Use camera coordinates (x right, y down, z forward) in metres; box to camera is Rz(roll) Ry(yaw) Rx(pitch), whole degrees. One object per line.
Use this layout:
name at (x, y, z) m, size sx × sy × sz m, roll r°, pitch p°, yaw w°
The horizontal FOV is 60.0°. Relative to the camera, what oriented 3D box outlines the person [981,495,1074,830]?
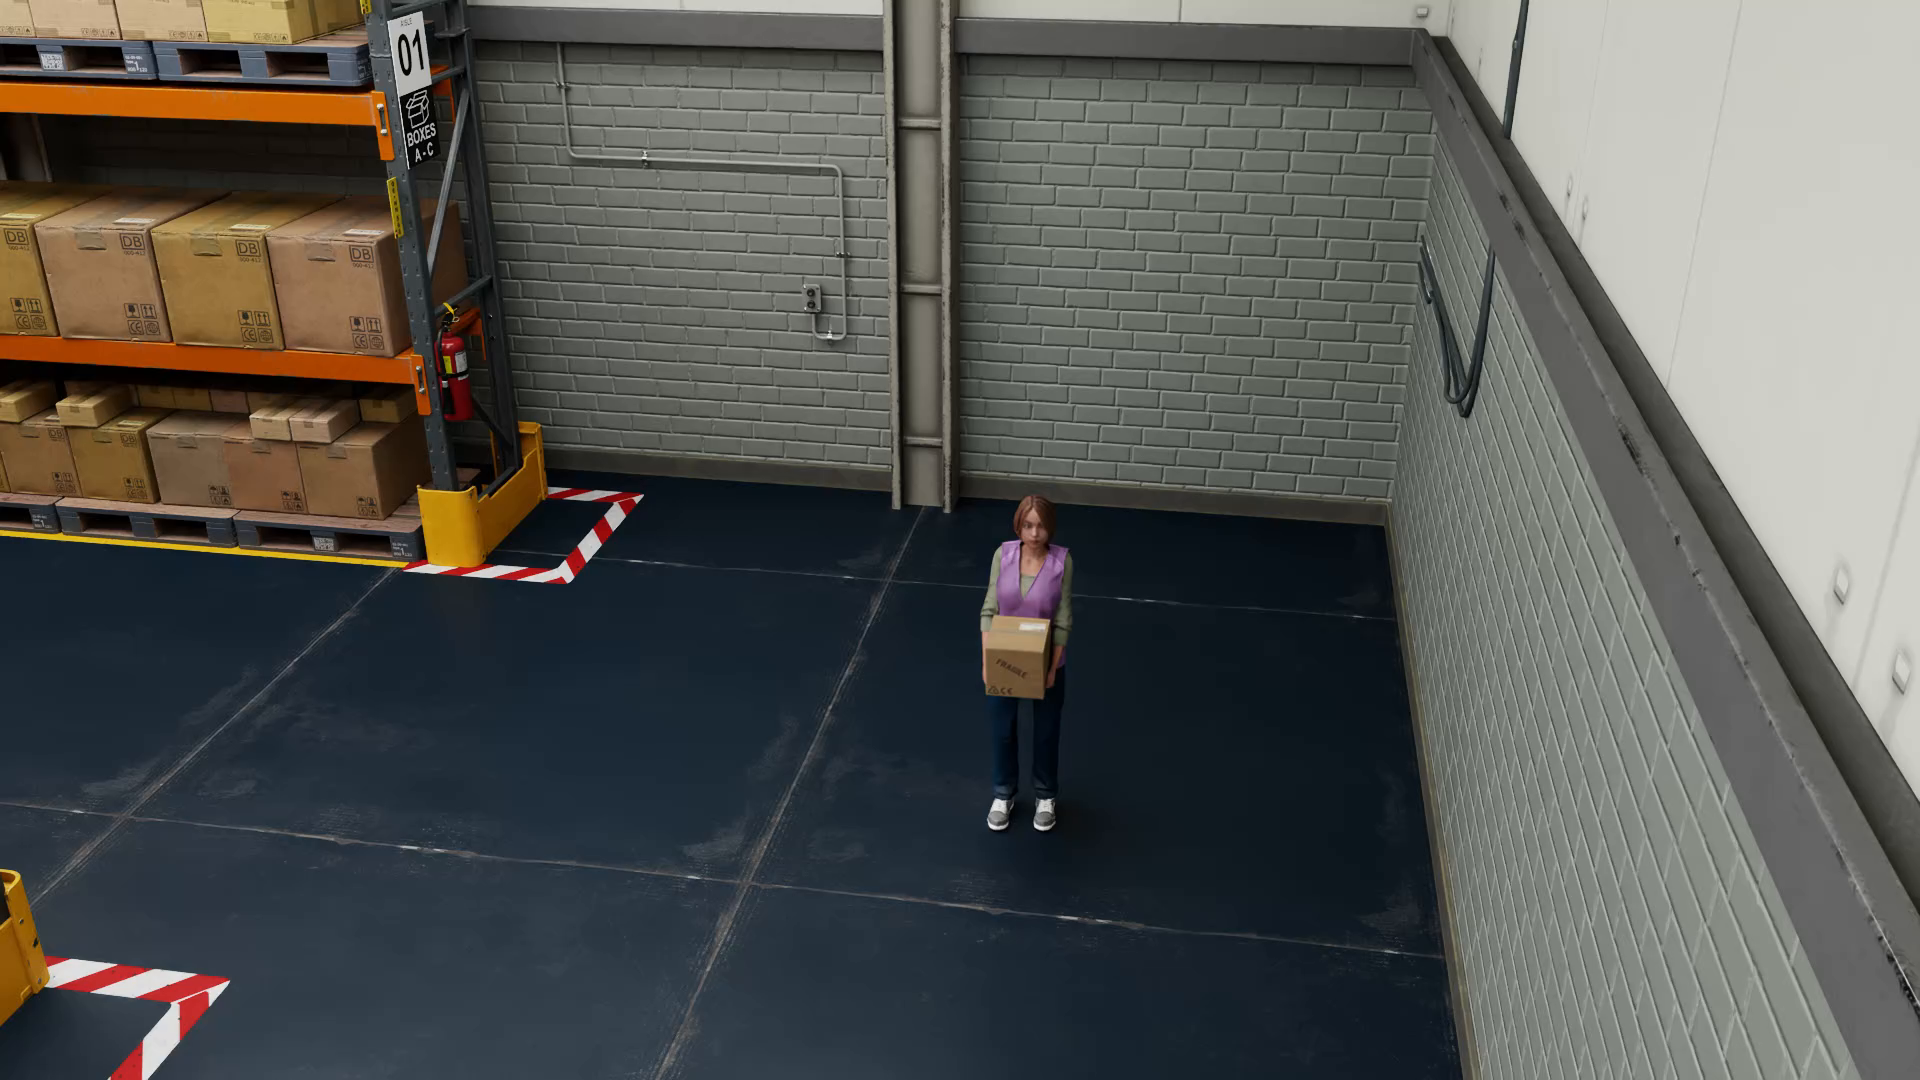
person at (0.290, 0.586, 7.385) m, size 0.406 × 1.588 × 0.492 m, roll 4°, pitch 26°, yaw 9°
